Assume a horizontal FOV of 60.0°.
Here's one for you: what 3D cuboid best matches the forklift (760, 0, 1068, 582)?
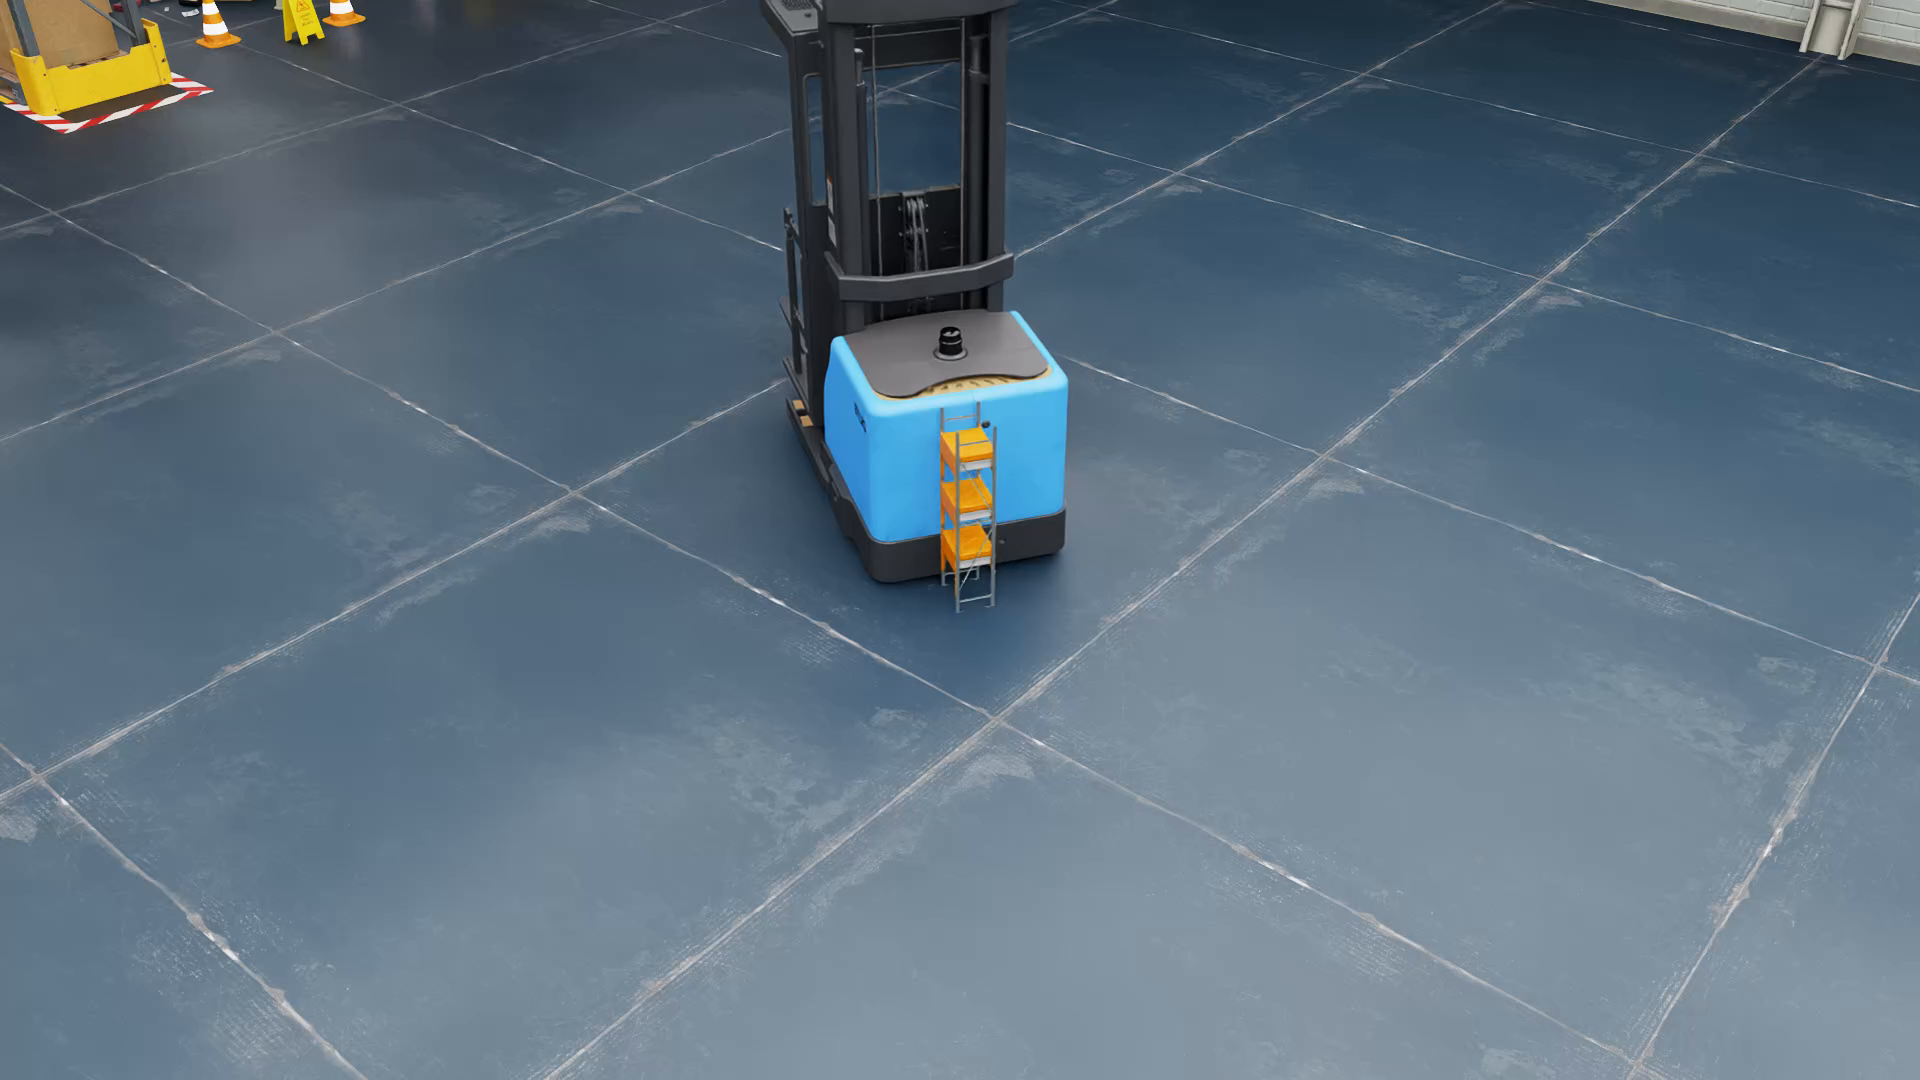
[{"bbox_3d":[-0.383,-1.826,8.901,1.130,2.935,3.031,-10,36,-14],"label":"forklift"}]

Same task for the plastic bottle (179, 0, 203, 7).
[{"bbox_3d":[-7.704,-5.386,16.621,0.283,0.061,0.133,12,36,16],"label":"plastic bottle"}]

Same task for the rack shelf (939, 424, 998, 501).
[{"bbox_3d":[0.039,-0.372,7.965,0.215,0.259,0.240,-10,36,-14],"label":"rack shelf"}]

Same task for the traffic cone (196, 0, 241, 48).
[{"bbox_3d":[-6.985,-4.888,15.540,0.334,0.463,0.336,25,42,32],"label":"traffic cone"}]

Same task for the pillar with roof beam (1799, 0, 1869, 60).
[{"bbox_3d":[5.286,-6.372,10.162,0.400,9.000,9.100,25,42,32],"label":"pillar with roof beam"}]

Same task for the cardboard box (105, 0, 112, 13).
[{"bbox_3d":[-8.710,-5.427,16.291,0.500,0.500,0.500,-26,42,-32],"label":"cardboard box"}]

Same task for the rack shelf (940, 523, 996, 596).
[{"bbox_3d":[0.039,0.091,8.283,0.215,0.259,0.240,-10,36,-14],"label":"rack shelf"}]

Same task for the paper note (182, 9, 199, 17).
[{"bbox_3d":[-7.573,-5.190,16.364,0.144,0.017,0.142,-18,38,-25],"label":"paper note"}]

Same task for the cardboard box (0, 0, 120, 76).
[{"bbox_3d":[-8.049,-4.637,14.441,0.875,0.875,0.875,26,42,32],"label":"cardboard box"}]

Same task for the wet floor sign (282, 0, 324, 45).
[{"bbox_3d":[-6.197,-5.004,15.548,0.232,0.644,0.267,18,38,24],"label":"wet floor sign"}]

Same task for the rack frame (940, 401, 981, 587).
[{"bbox_3d":[0.002,-0.213,8.215,0.200,1.050,0.008,-10,36,-14],"label":"rack frame"}]

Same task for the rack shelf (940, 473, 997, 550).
[{"bbox_3d":[0.039,-0.139,8.125,0.215,0.259,0.240,-10,36,-14],"label":"rack shelf"}]

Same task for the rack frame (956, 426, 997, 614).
[{"bbox_3d":[0.076,-0.081,8.023,0.200,1.050,0.008,-10,36,-14],"label":"rack frame"}]

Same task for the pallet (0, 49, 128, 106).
[{"bbox_3d":[-8.150,-4.229,14.804,1.213,0.211,1.003,25,42,32],"label":"pallet"}]

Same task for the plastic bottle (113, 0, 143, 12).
[{"bbox_3d":[-8.266,-5.328,16.536,0.133,0.061,0.283,12,36,16],"label":"plastic bottle"}]

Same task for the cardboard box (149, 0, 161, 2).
[{"bbox_3d":[-8.061,-5.624,16.786,0.396,0.266,0.258,-26,42,-32],"label":"cardboard box"}]

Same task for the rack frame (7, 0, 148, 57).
[{"bbox_3d":[-7.486,-5.123,13.643,0.127,3.000,1.000,25,42,32],"label":"rack frame"}]

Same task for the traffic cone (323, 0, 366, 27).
[{"bbox_3d":[-6.001,-5.256,16.077,0.334,0.463,0.336,25,42,32],"label":"traffic cone"}]

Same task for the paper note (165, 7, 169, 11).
[{"bbox_3d":[-7.864,-5.262,16.486,0.032,0.001,0.123,-12,36,-17],"label":"paper note"}]

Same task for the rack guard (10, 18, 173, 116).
[{"bbox_3d":[-7.467,-4.084,14.337,0.348,0.500,1.175,25,42,32],"label":"rack guard"}]

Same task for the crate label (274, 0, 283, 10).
[{"bbox_3d":[-6.645,-5.380,16.545,0.298,0.136,0.250,6,35,8],"label":"crate label"}]

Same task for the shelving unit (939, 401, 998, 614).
[{"bbox_3d":[0.039,-0.147,8.119,0.215,1.050,0.252,-10,36,-14],"label":"shelving unit"}]
